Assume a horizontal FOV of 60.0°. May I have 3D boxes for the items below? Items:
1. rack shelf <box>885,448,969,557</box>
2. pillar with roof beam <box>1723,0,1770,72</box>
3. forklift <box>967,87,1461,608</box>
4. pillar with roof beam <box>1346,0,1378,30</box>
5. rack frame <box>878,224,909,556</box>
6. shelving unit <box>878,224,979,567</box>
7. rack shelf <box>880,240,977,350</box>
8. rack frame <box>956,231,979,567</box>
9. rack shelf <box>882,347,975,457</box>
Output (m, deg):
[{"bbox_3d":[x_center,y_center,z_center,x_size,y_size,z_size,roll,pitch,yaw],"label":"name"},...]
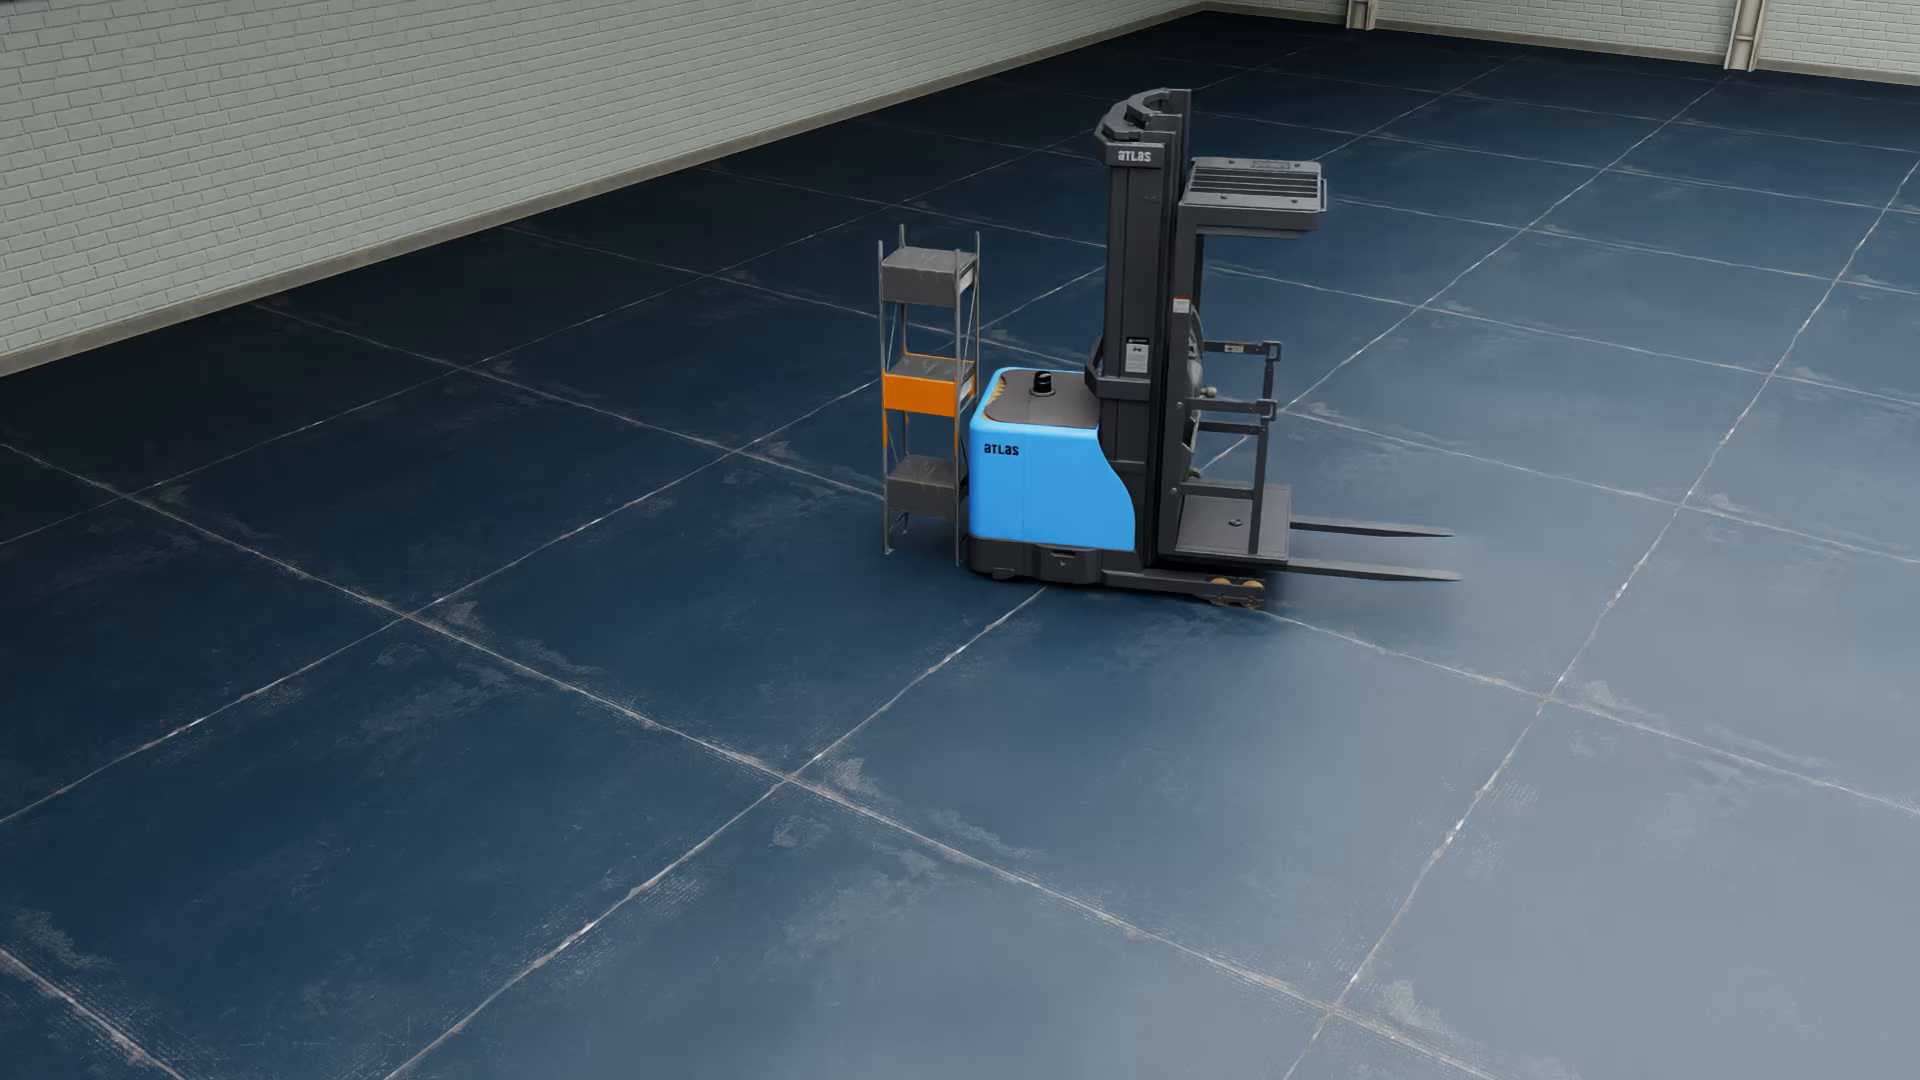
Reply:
[{"bbox_3d":[-0.186,-0.247,10.768,0.480,0.518,0.431,9,28,17],"label":"rack shelf"},{"bbox_3d":[9.231,-9.458,19.687,0.400,9.000,9.100,17,32,30],"label":"pillar with roof beam"},{"bbox_3d":[1.611,-1.150,10.052,3.031,2.935,1.130,5,27,10],"label":"forklift"},{"bbox_3d":[4.286,-10.999,22.715,0.400,9.000,9.100,17,32,30],"label":"pillar with roof beam"},{"bbox_3d":[-0.417,-0.919,10.514,0.015,2.100,0.400,9,28,17],"label":"rack frame"},{"bbox_3d":[-0.186,-0.883,10.445,0.503,2.100,0.431,9,28,17],"label":"shelving unit"},{"bbox_3d":[-0.185,-1.495,10.133,0.480,0.518,0.431,9,28,17],"label":"rack shelf"},{"bbox_3d":[0.046,-0.848,10.375,0.015,2.100,0.400,9,28,17],"label":"rack frame"},{"bbox_3d":[-0.186,-0.871,10.451,0.480,0.518,0.431,9,28,17],"label":"rack shelf"}]
